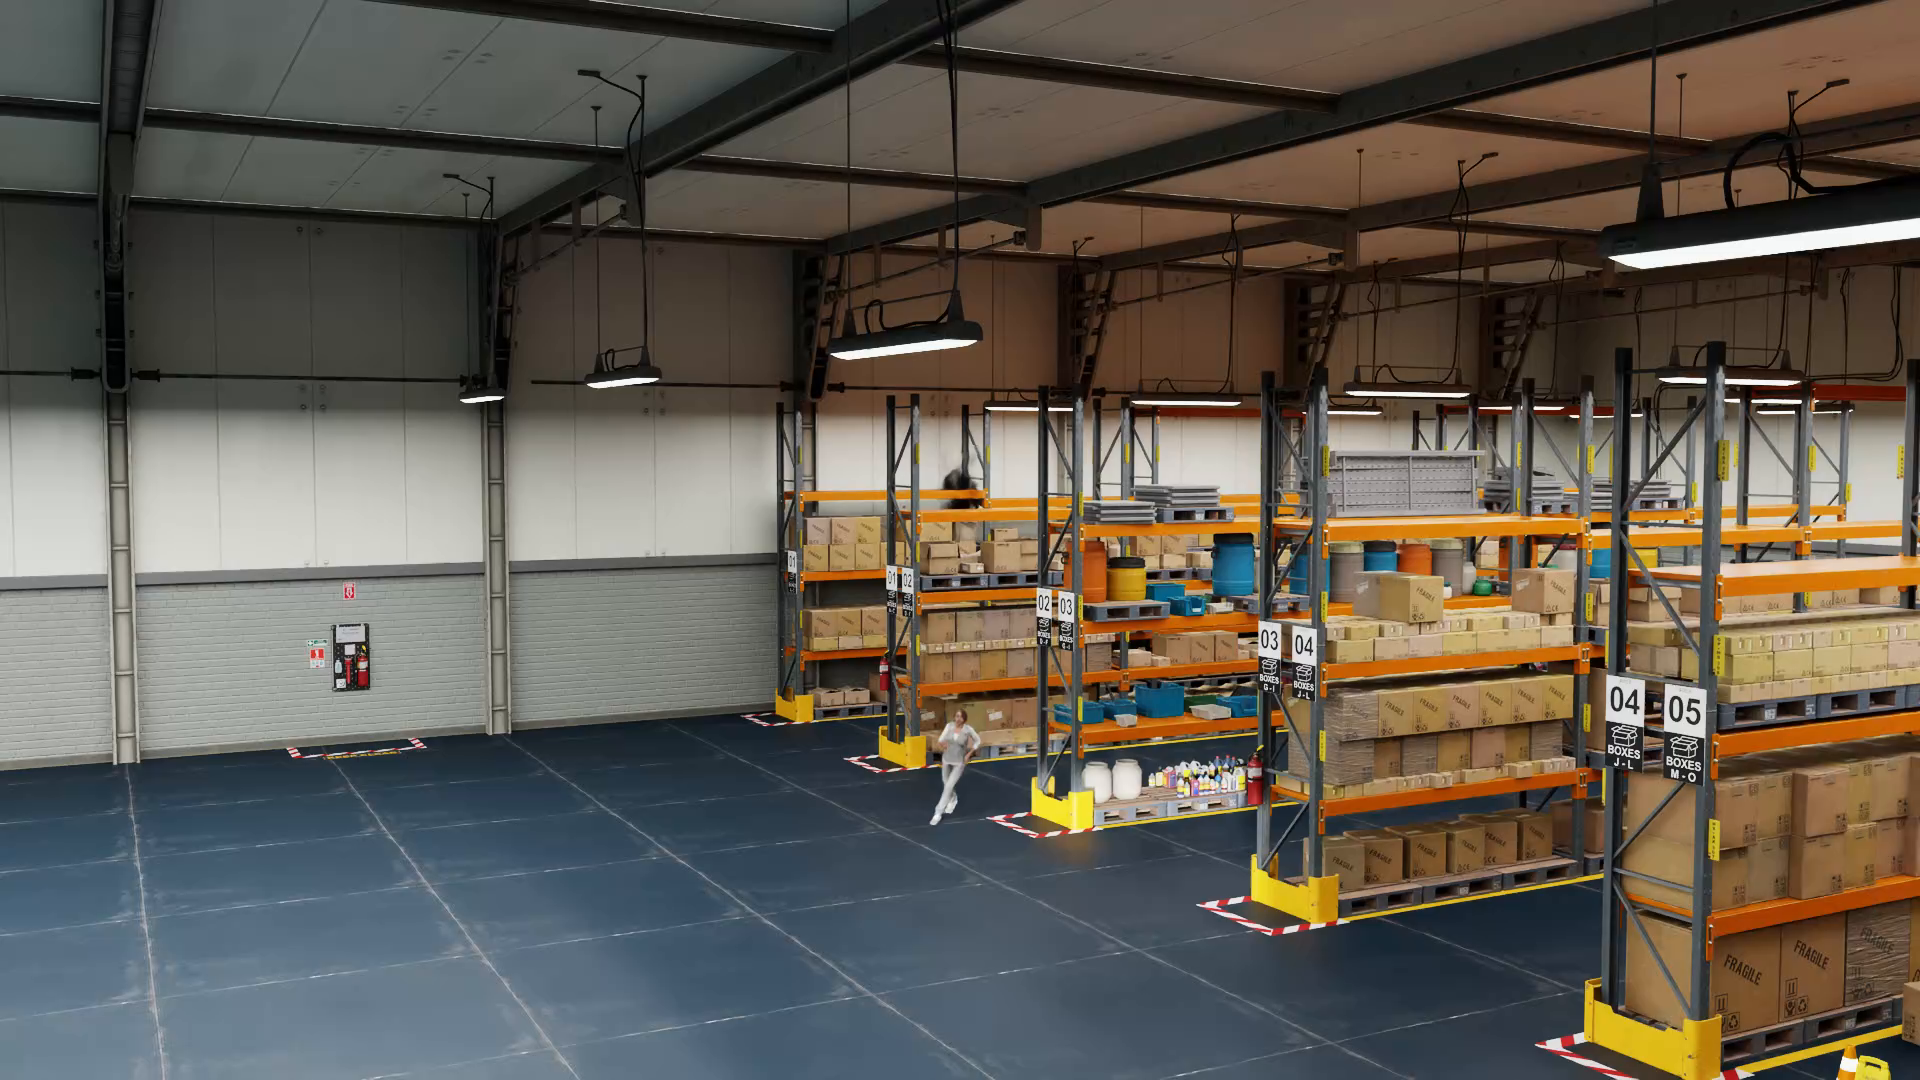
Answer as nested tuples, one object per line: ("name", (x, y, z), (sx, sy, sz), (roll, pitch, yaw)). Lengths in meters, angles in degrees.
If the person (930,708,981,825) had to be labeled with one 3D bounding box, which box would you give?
("person", (-0.036, 3.078, 22.846), (0.564, 1.576, 0.819), (1, 4, 24))
